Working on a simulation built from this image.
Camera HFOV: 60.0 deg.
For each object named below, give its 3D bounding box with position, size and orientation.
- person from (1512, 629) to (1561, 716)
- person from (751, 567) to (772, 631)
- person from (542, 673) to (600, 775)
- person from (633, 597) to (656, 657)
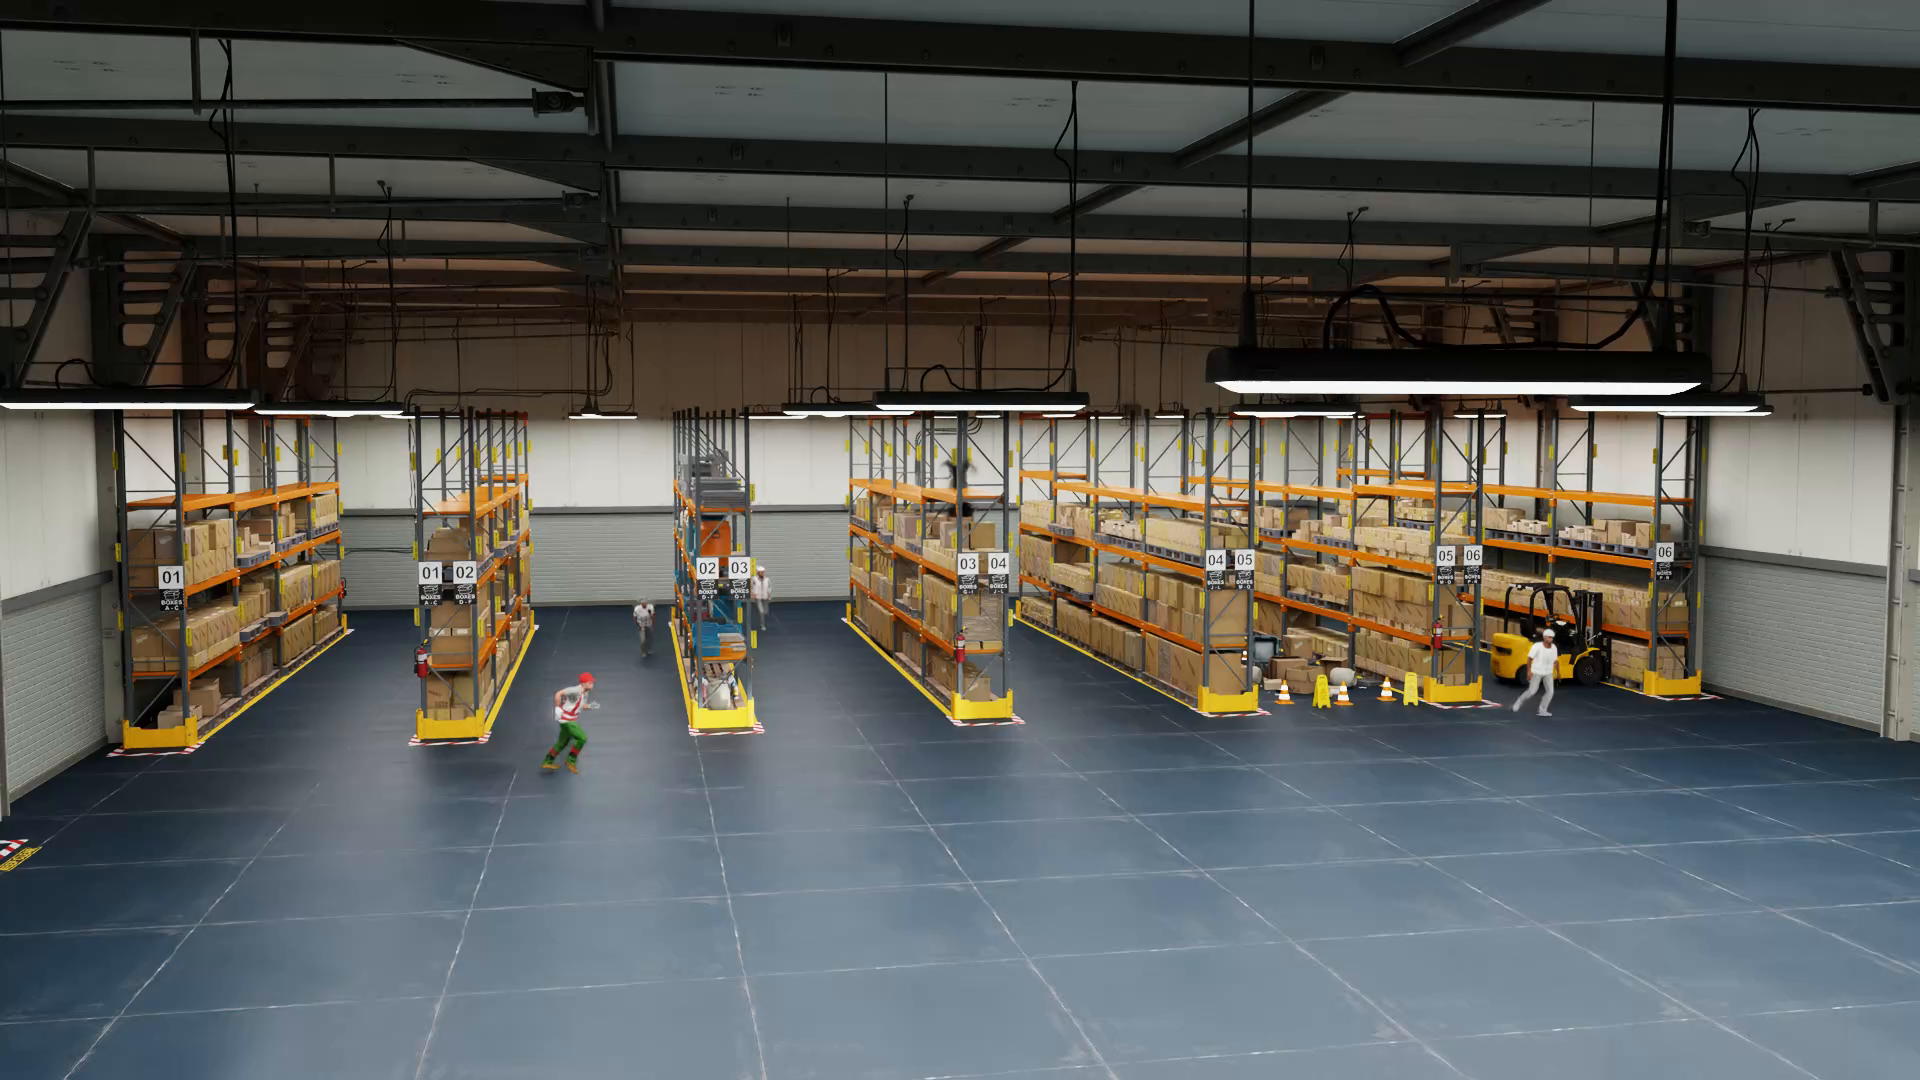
[{"bbox_3d":[11.259,2.570,32.382,0.796,1.706,0.713,-1,4,-15],"label":"person"},{"bbox_3d":[-5.489,1.602,45.764,0.669,1.748,0.699,-1,4,-20],"label":"person"},{"bbox_3d":[-6.356,2.990,27.001,0.982,1.676,0.713,1,4,10],"label":"person"},{"bbox_3d":[-7.661,2.097,40.445,0.606,1.510,0.867,-2,5,-27],"label":"person"}]
